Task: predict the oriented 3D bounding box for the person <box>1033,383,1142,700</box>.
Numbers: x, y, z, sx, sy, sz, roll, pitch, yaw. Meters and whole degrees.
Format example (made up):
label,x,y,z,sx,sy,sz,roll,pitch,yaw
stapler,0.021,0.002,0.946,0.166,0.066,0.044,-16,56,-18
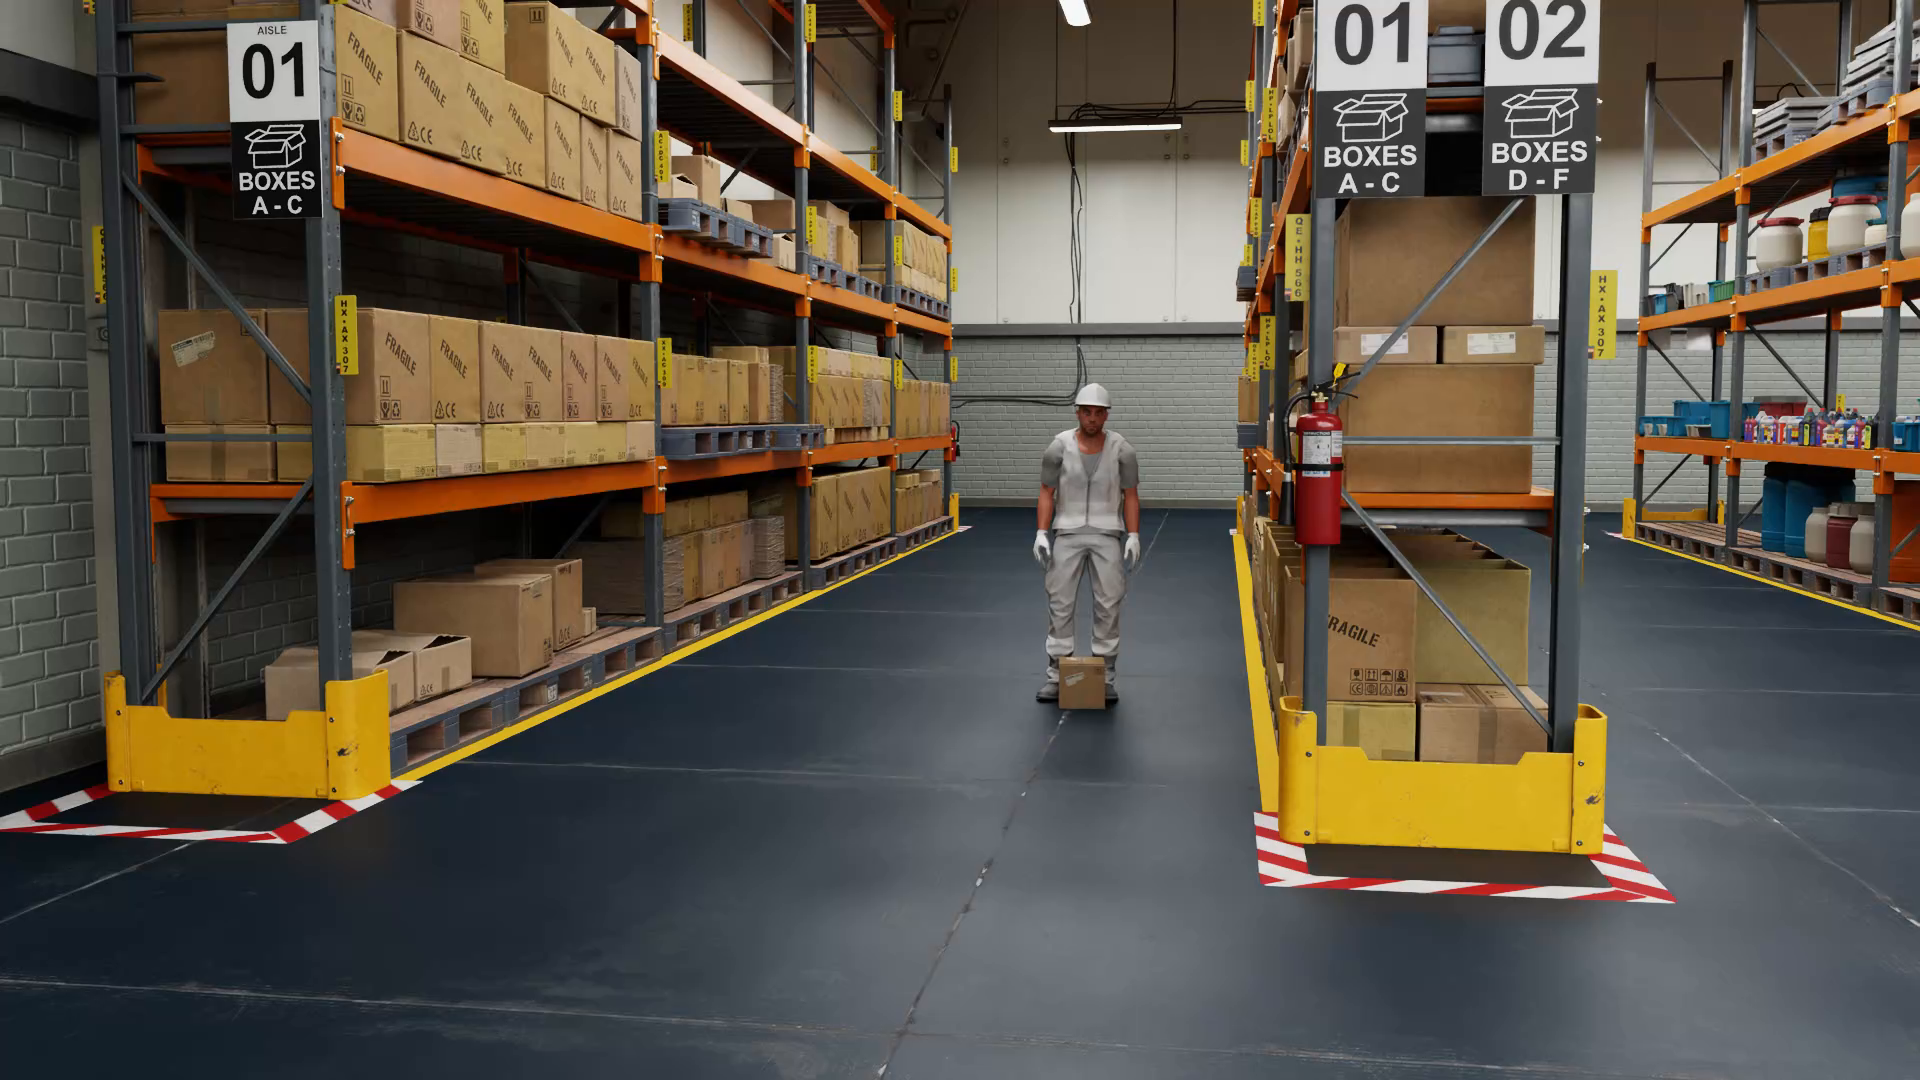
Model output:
label,x,y,z,sx,sy,sz,roll,pitch,yaw
person,0.714,0.011,9.342,0.604,1.777,0.453,0,4,6
